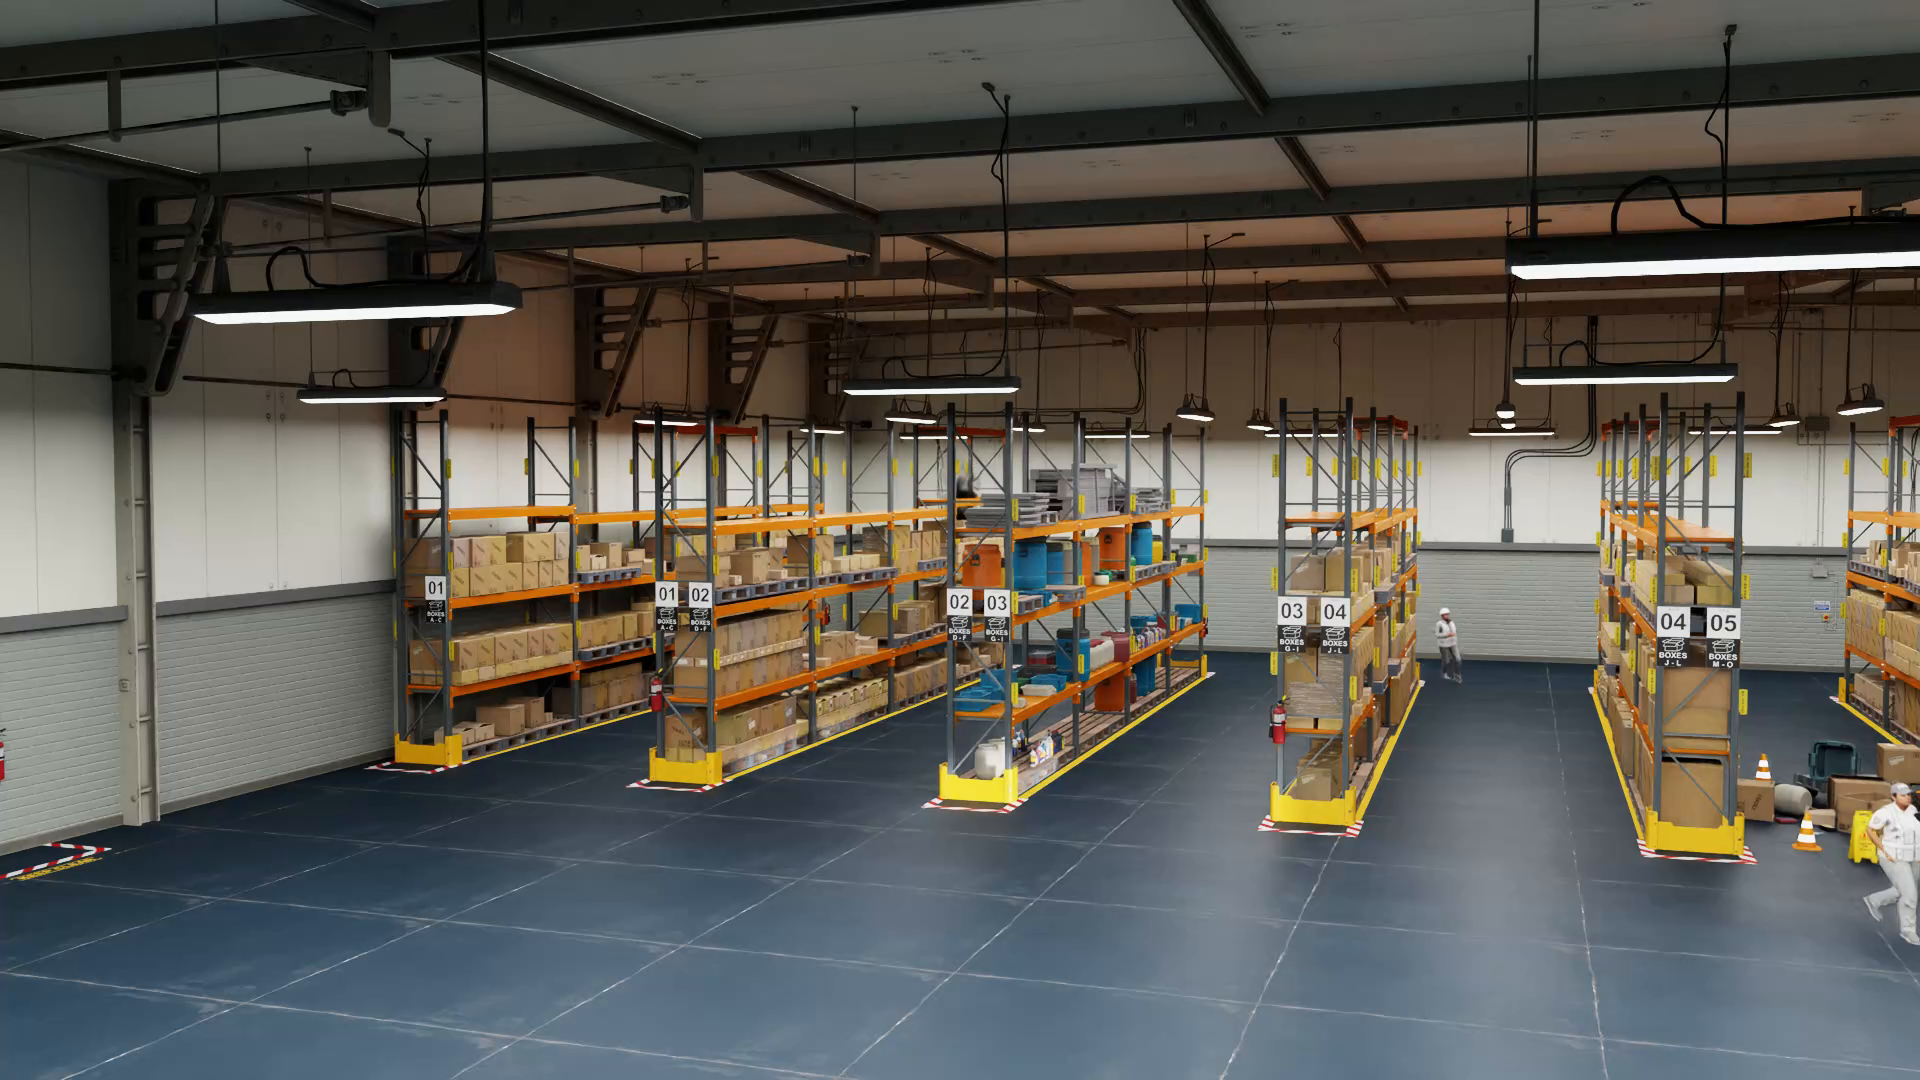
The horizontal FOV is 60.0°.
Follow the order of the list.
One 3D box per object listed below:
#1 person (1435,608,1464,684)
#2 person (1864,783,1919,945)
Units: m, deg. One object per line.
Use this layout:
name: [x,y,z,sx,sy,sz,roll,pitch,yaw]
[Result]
person: [11.351,2.482,38.907,0.699,1.817,0.689,-1,3,-17]
person: [10.040,3.422,17.811,0.600,1.671,0.794,-1,3,-19]
